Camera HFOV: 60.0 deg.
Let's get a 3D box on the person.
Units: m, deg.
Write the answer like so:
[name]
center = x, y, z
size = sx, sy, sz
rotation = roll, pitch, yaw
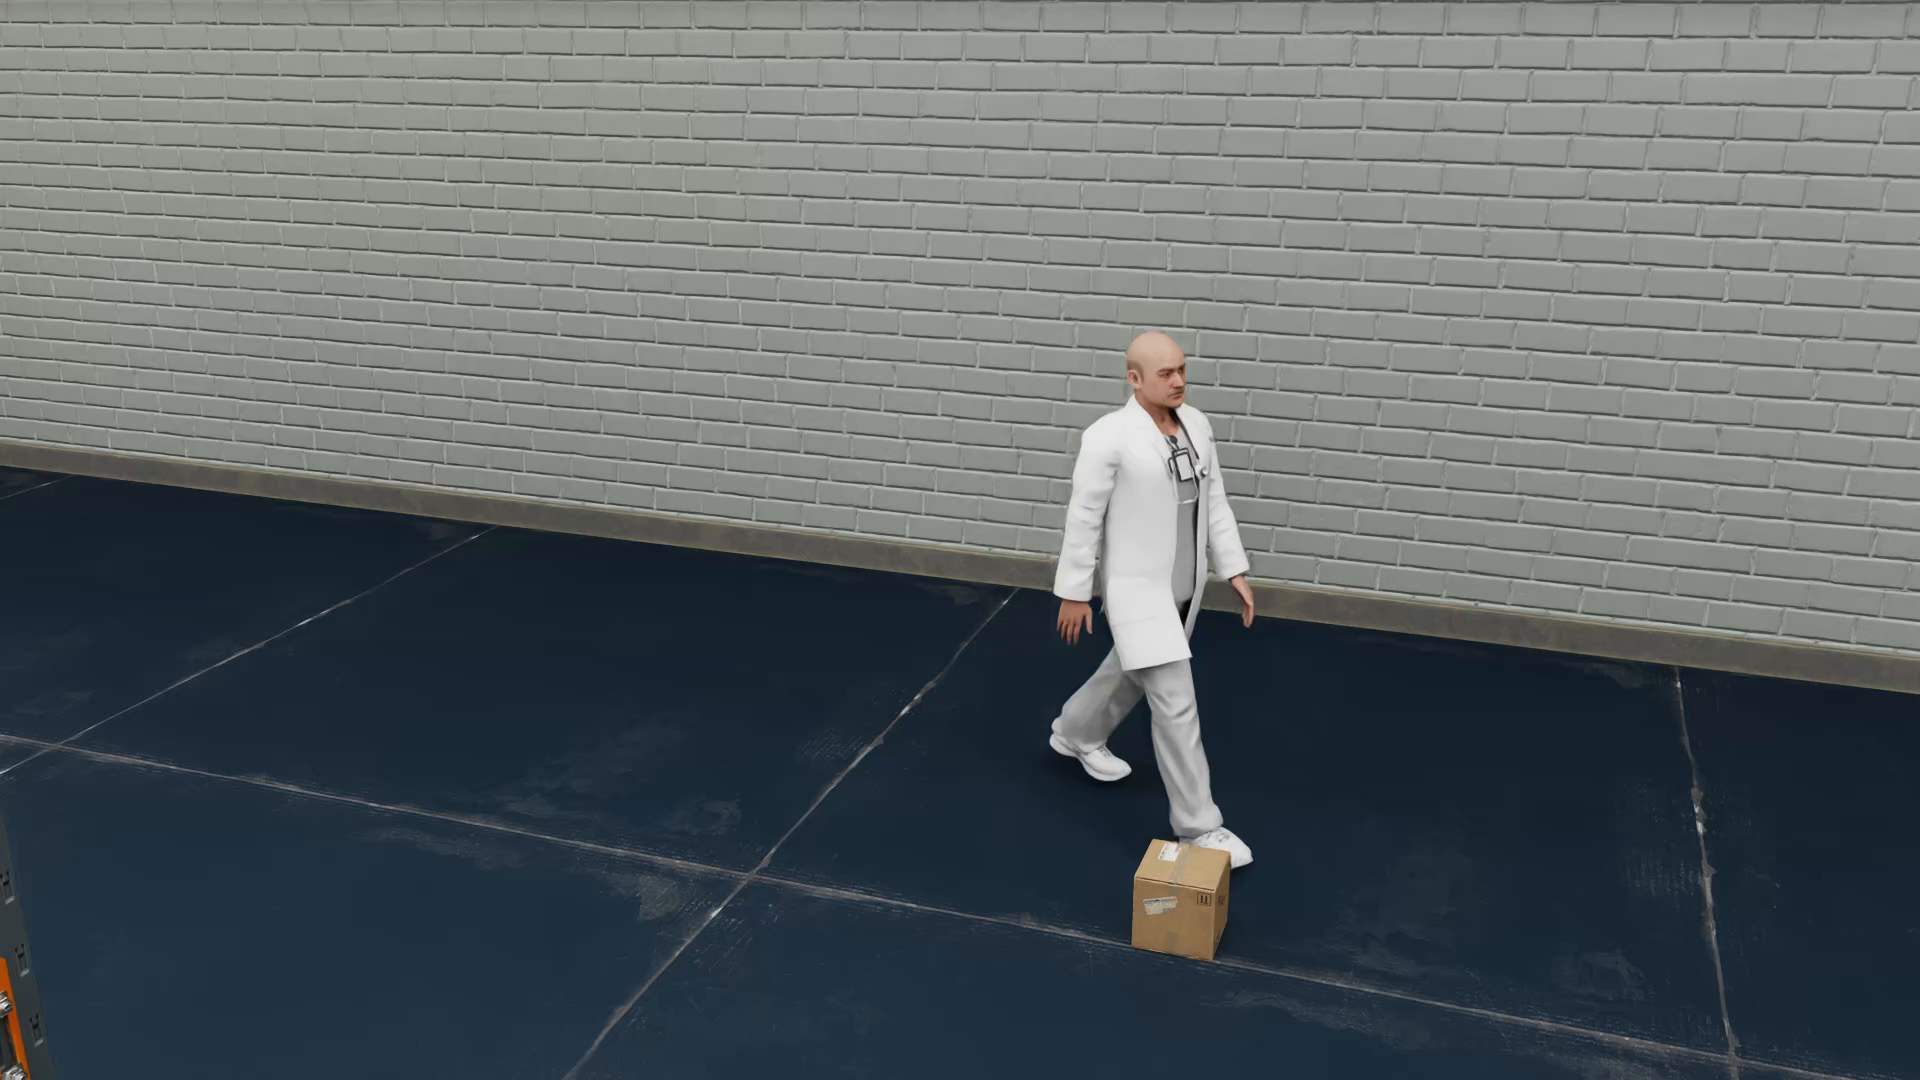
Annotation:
[person]
center = 0.666, 0.163, 5.620
size = 0.615, 1.740, 1.096
rotation = -17, 25, -41
